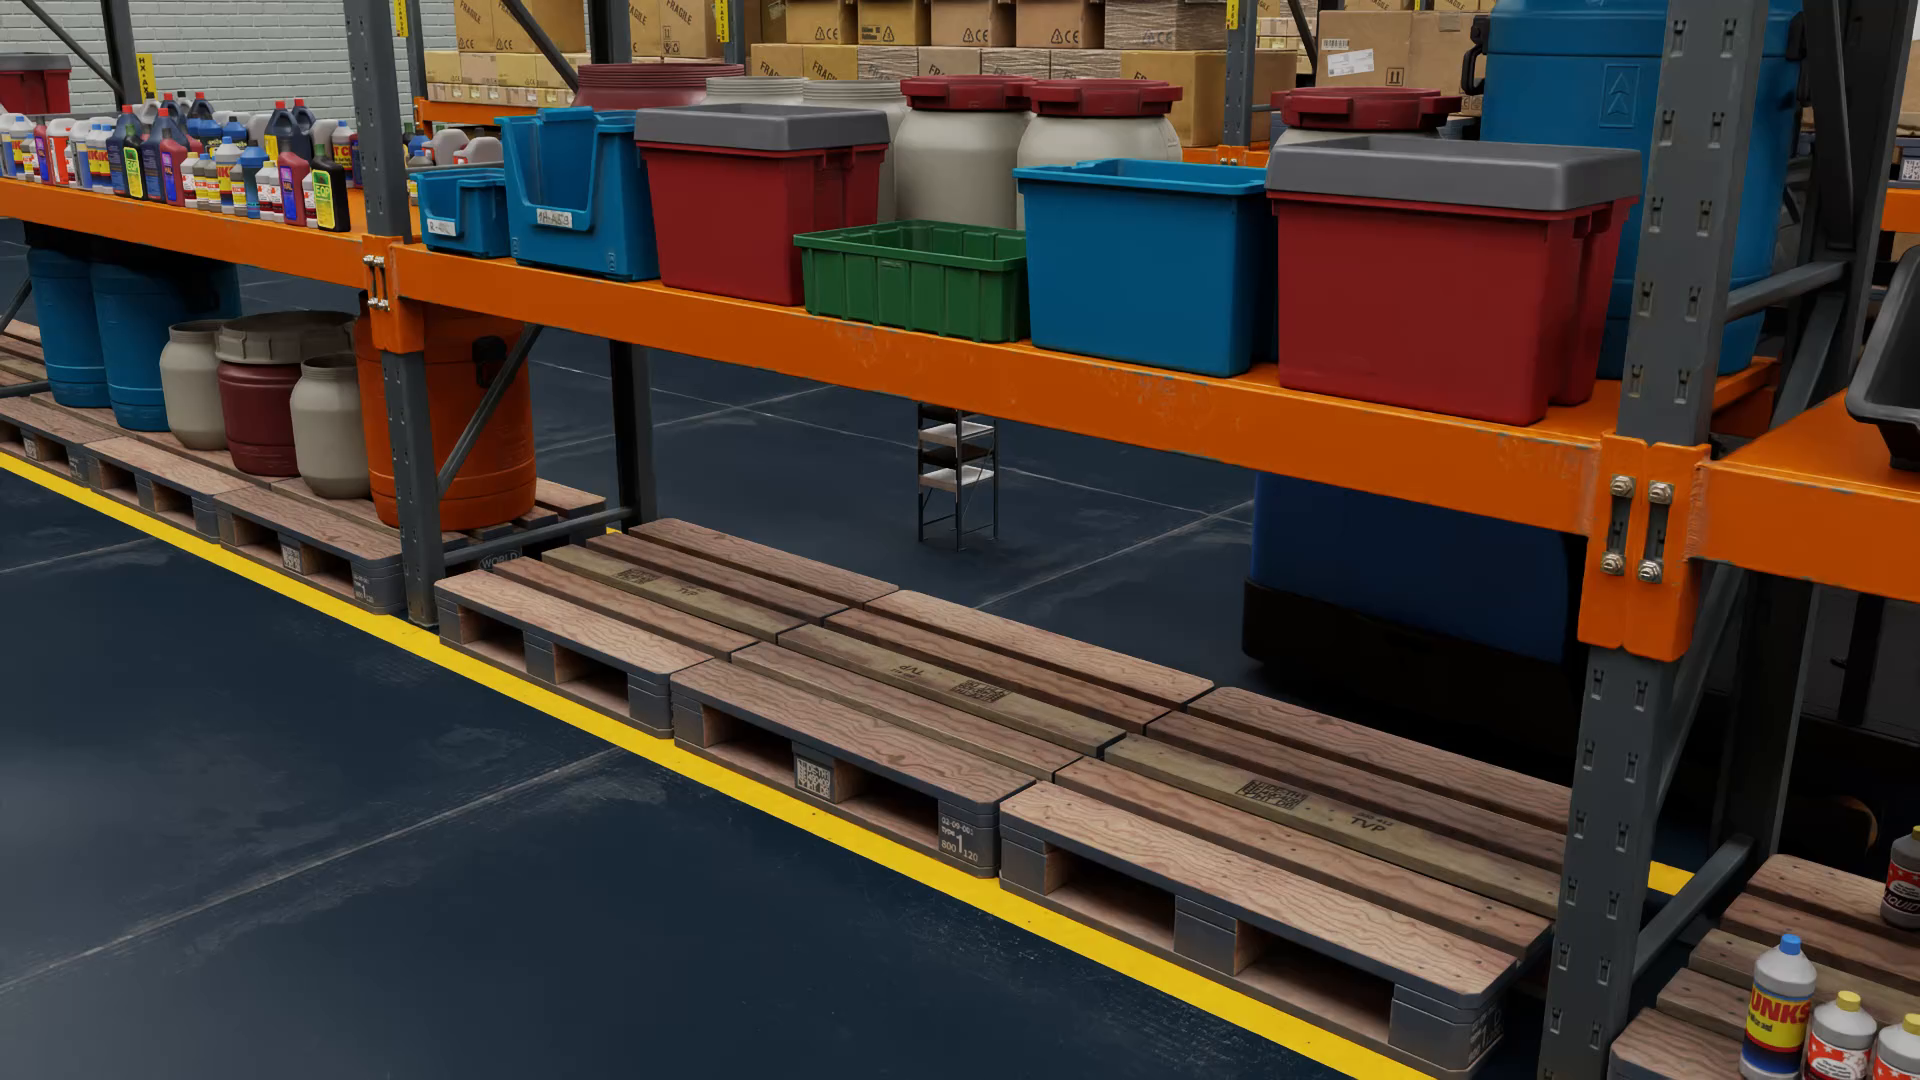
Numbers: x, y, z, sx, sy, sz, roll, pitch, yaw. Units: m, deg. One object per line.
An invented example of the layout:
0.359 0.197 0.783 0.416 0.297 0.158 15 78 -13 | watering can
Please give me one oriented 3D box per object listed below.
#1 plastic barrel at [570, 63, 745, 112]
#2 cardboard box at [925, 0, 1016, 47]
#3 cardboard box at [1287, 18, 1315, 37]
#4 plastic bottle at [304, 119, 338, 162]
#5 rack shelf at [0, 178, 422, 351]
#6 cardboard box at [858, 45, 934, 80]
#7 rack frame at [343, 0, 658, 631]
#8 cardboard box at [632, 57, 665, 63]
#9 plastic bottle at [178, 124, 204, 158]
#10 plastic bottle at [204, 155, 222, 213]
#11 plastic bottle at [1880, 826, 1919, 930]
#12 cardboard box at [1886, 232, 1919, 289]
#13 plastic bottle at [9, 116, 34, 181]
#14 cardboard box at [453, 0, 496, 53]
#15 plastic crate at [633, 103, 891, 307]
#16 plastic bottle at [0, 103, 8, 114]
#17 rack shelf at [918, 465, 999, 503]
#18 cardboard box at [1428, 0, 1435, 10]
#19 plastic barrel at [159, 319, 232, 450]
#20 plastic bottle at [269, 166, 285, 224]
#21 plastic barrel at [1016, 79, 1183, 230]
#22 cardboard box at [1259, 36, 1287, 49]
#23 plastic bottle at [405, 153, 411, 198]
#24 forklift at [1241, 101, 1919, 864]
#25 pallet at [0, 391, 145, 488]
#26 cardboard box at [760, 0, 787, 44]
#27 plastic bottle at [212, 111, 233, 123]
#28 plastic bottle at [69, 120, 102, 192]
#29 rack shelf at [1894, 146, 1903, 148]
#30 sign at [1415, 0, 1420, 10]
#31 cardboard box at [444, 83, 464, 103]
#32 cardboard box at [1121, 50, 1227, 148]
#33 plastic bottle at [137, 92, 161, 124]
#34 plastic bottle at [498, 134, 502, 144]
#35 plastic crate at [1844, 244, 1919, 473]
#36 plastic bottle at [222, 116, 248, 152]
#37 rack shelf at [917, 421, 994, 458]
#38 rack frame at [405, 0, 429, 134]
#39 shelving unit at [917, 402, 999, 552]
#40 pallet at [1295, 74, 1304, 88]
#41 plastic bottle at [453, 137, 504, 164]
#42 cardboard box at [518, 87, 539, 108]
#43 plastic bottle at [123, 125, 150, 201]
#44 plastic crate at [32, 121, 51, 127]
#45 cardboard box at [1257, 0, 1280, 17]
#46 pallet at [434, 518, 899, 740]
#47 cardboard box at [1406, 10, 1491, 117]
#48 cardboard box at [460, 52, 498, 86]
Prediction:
-0.970 -1.287 5.484 0.708 0.536 0.600 15 23 39 | plastic barrel
0.242 -3.308 10.254 0.637 0.503 0.797 16 24 41 | cardboard box
2.915 -4.245 13.765 0.250 0.149 0.380 15 23 39 | cardboard box
-2.664 -1.626 6.982 0.135 0.276 0.152 15 23 39 | plastic bottle
-3.014 -1.306 6.956 4.000 0.370 1.077 15 23 39 | rack shelf
-0.293 -2.868 10.525 0.500 0.500 0.500 14 23 38 | cardboard box
-1.518 -1.247 5.582 0.127 3.000 1.000 15 23 39 | rack frame
-2.115 -3.374 12.039 0.500 0.250 0.500 16 24 41 | cardboard box
-3.001 -1.475 6.494 0.133 0.283 0.061 15 23 39 | plastic bottle
-2.715 -1.308 6.104 0.097 0.201 0.097 0 18 0 | plastic bottle
1.952 0.683 3.400 0.097 0.201 0.097 0 18 0 | plastic bottle
6.886 -2.093 11.272 0.750 0.750 1.050 15 23 39 | cardboard box
-4.074 -1.707 7.243 0.097 0.271 0.097 0 18 0 | plastic bottle
-3.660 -4.144 13.226 0.500 0.500 0.500 14 23 38 | cardboard box
-0.512 -0.884 4.332 0.583 0.464 0.402 15 23 39 | plastic crate
-4.431 -1.874 7.641 0.185 0.351 0.144 15 23 39 | plastic bottle
-0.006 -0.227 6.545 0.200 0.077 0.258 15 23 39 | rack shelf
5.160 -6.087 19.016 0.500 0.500 0.500 15 23 40 | cardboard box
-3.222 -0.675 7.200 0.421 0.512 0.421 0 18 0 | plastic barrel
-2.350 -1.210 5.796 0.097 0.201 0.097 0 18 0 | plastic bottle
0.355 -0.898 4.256 0.433 0.535 0.433 0 18 0 | plastic barrel
2.718 -4.156 13.978 0.250 0.149 0.380 14 22 37 | cardboard box
-2.141 -1.461 6.586 0.097 0.201 0.097 0 18 0 | plastic bottle
2.310 -0.778 4.217 3.031 2.935 1.130 16 24 41 | forklift
-3.960 -0.557 8.016 1.213 0.211 1.003 15 23 39 | pallet
-1.411 -3.752 11.993 0.500 0.500 0.500 15 23 39 | cardboard box
-3.350 -1.810 7.562 0.135 0.276 0.152 15 23 39 | plastic bottle
-3.550 -1.579 6.834 0.135 0.276 0.152 15 23 39 | plastic bottle
6.633 -2.725 11.428 4.000 0.370 1.077 15 23 39 | rack shelf
4.989 -5.737 18.169 0.005 0.325 0.100 15 23 39 | sign
-3.975 -3.657 13.591 0.250 0.149 0.380 15 23 38 | cardboard box
1.236 -2.458 9.233 0.500 0.500 0.500 16 24 41 | cardboard box
-3.701 -1.883 7.669 0.185 0.351 0.144 15 23 39 | plastic bottle
-1.696 -1.375 6.198 0.097 0.271 0.097 0 18 0 | plastic bottle
1.781 -0.280 2.639 0.504 0.338 0.767 15 23 39 | plastic crate
-3.145 -1.703 7.230 0.097 0.271 0.097 0 18 0 | plastic bottle
-0.006 -0.399 6.491 0.200 0.077 0.258 15 23 39 | rack shelf
-4.214 -3.974 14.174 0.127 3.000 1.000 15 23 39 | rack frame
-0.006 -0.431 6.481 0.210 0.900 0.258 15 23 39 | shelving unit
2.621 -3.995 14.557 1.213 0.211 1.003 15 23 39 | pallet
-1.728 -1.313 5.996 0.135 0.276 0.152 15 23 39 | plastic bottle
-3.204 -3.450 12.940 0.250 0.149 0.380 15 23 39 | cardboard box
-3.197 -1.469 6.476 0.133 0.283 0.061 15 23 39 | plastic bottle
-4.763 -2.079 8.540 0.243 0.136 0.396 15 23 39 | plastic crate
3.689 -6.276 19.609 0.500 0.500 0.500 15 23 39 | cardboard box
-0.964 0.247 5.486 1.213 0.211 1.003 15 23 39 | pallet
2.684 -2.426 8.439 0.700 0.500 0.500 -14 22 -38 | cardboard box
-3.641 -3.784 13.331 0.500 0.250 0.500 15 23 39 | cardboard box
